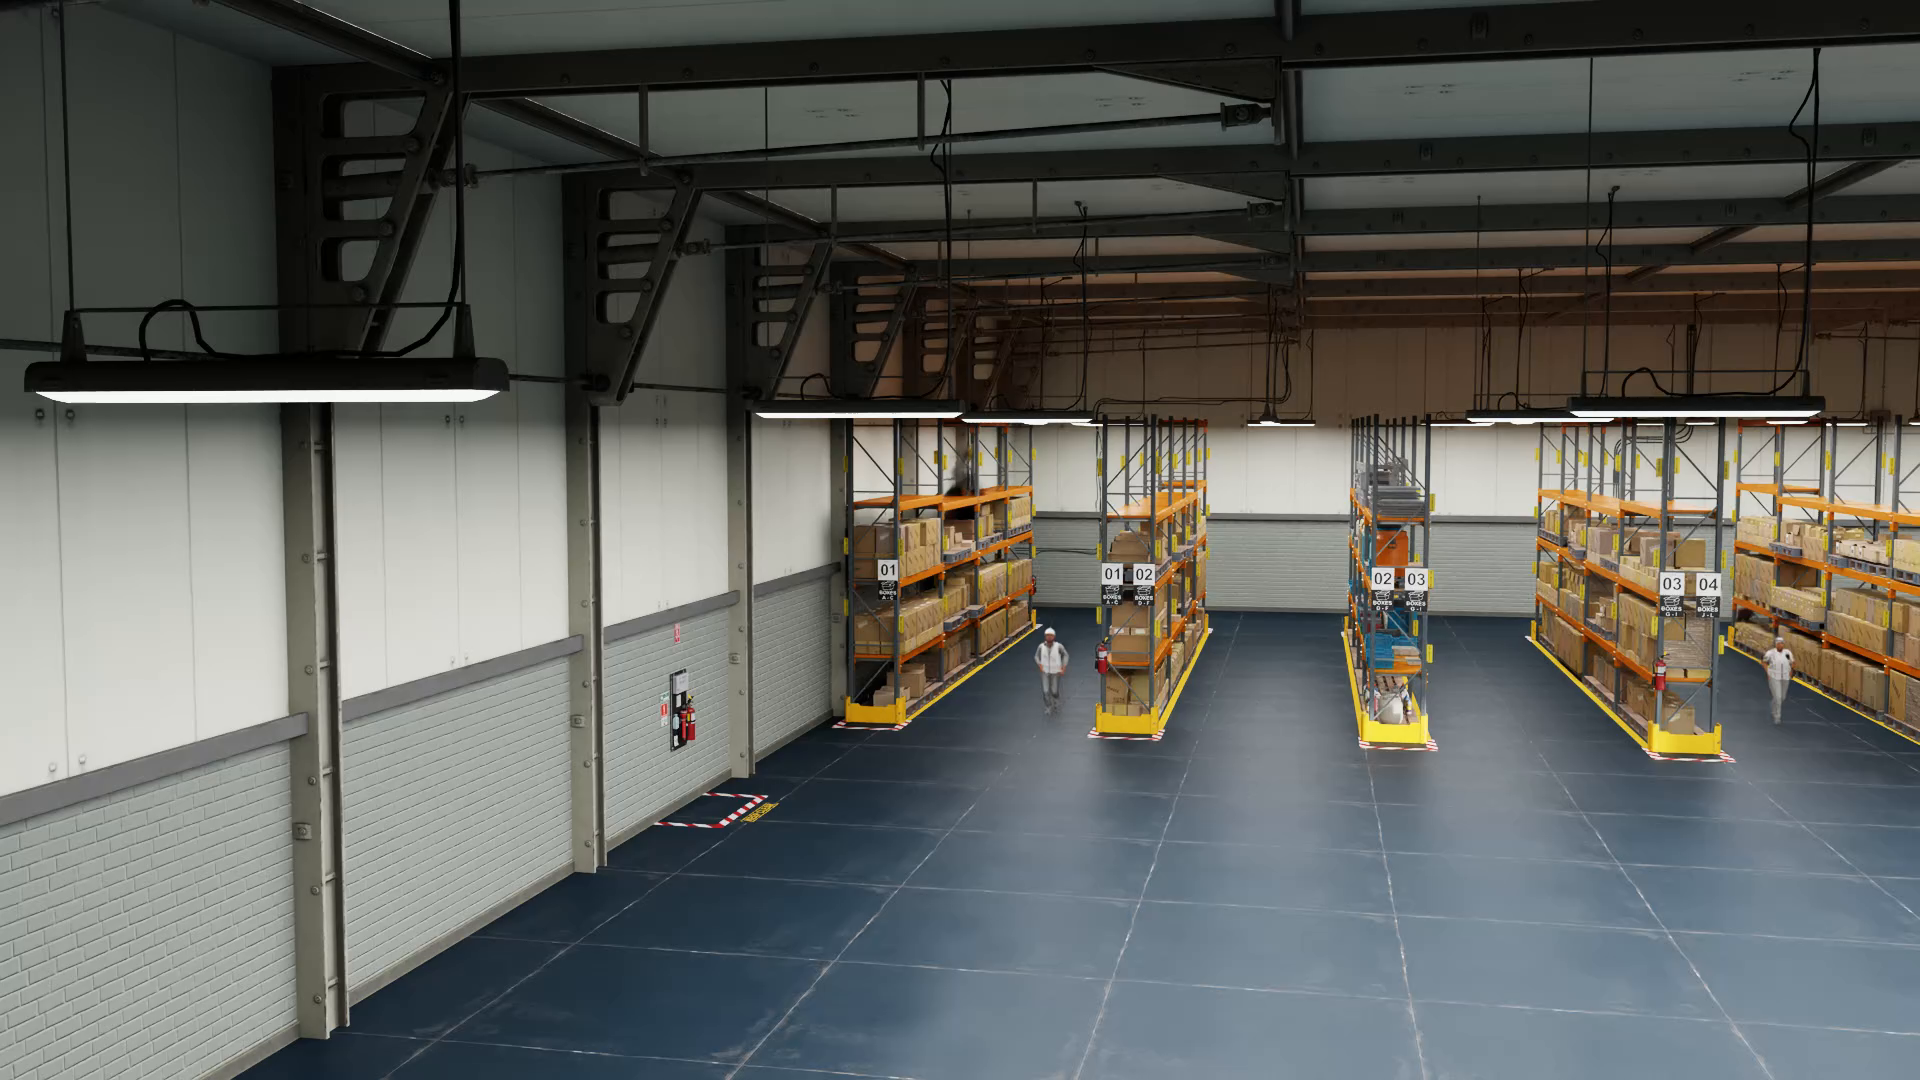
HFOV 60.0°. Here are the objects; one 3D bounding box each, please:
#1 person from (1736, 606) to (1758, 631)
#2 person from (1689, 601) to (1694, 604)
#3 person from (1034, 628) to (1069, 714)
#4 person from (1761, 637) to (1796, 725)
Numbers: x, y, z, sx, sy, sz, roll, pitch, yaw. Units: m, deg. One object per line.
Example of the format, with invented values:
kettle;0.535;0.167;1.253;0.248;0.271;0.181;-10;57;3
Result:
person;21.355;1.848;45.282;0.774;1.709;0.929;-3;5;-39
person;19.092;1.994;44.025;0.523;1.624;0.618;-3;5;-39
person;1.828;2.635;33.429;0.692;1.731;0.599;1;4;9
person;16.043;2.731;32.613;0.603;1.686;0.790;1;4;8
